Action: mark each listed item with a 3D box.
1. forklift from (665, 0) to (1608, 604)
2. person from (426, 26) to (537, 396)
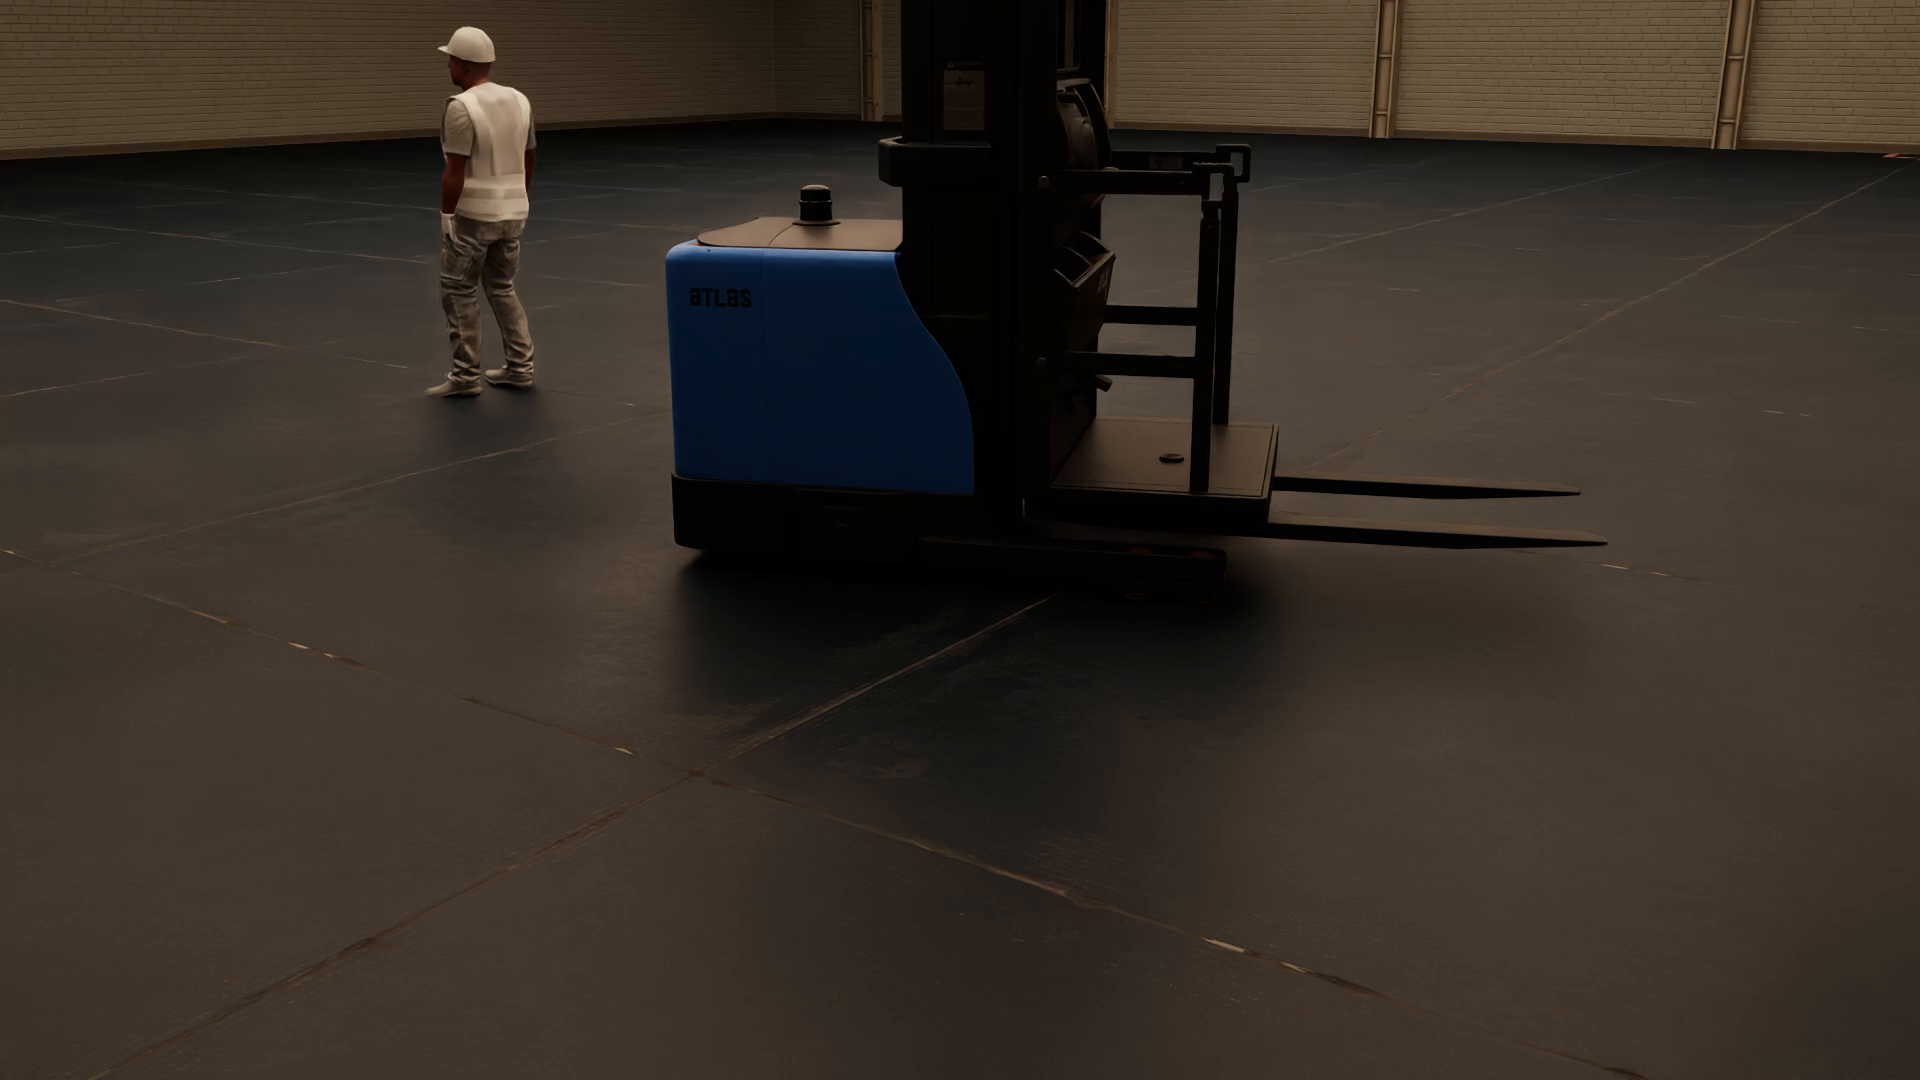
[{"bbox_3d":[0.595,-1.367,5.404,3.031,2.935,1.130,4,17,12],"label":"forklift"},{"bbox_3d":[-2.400,-1.607,8.257,0.507,1.804,0.648,8,18,25],"label":"person"}]
